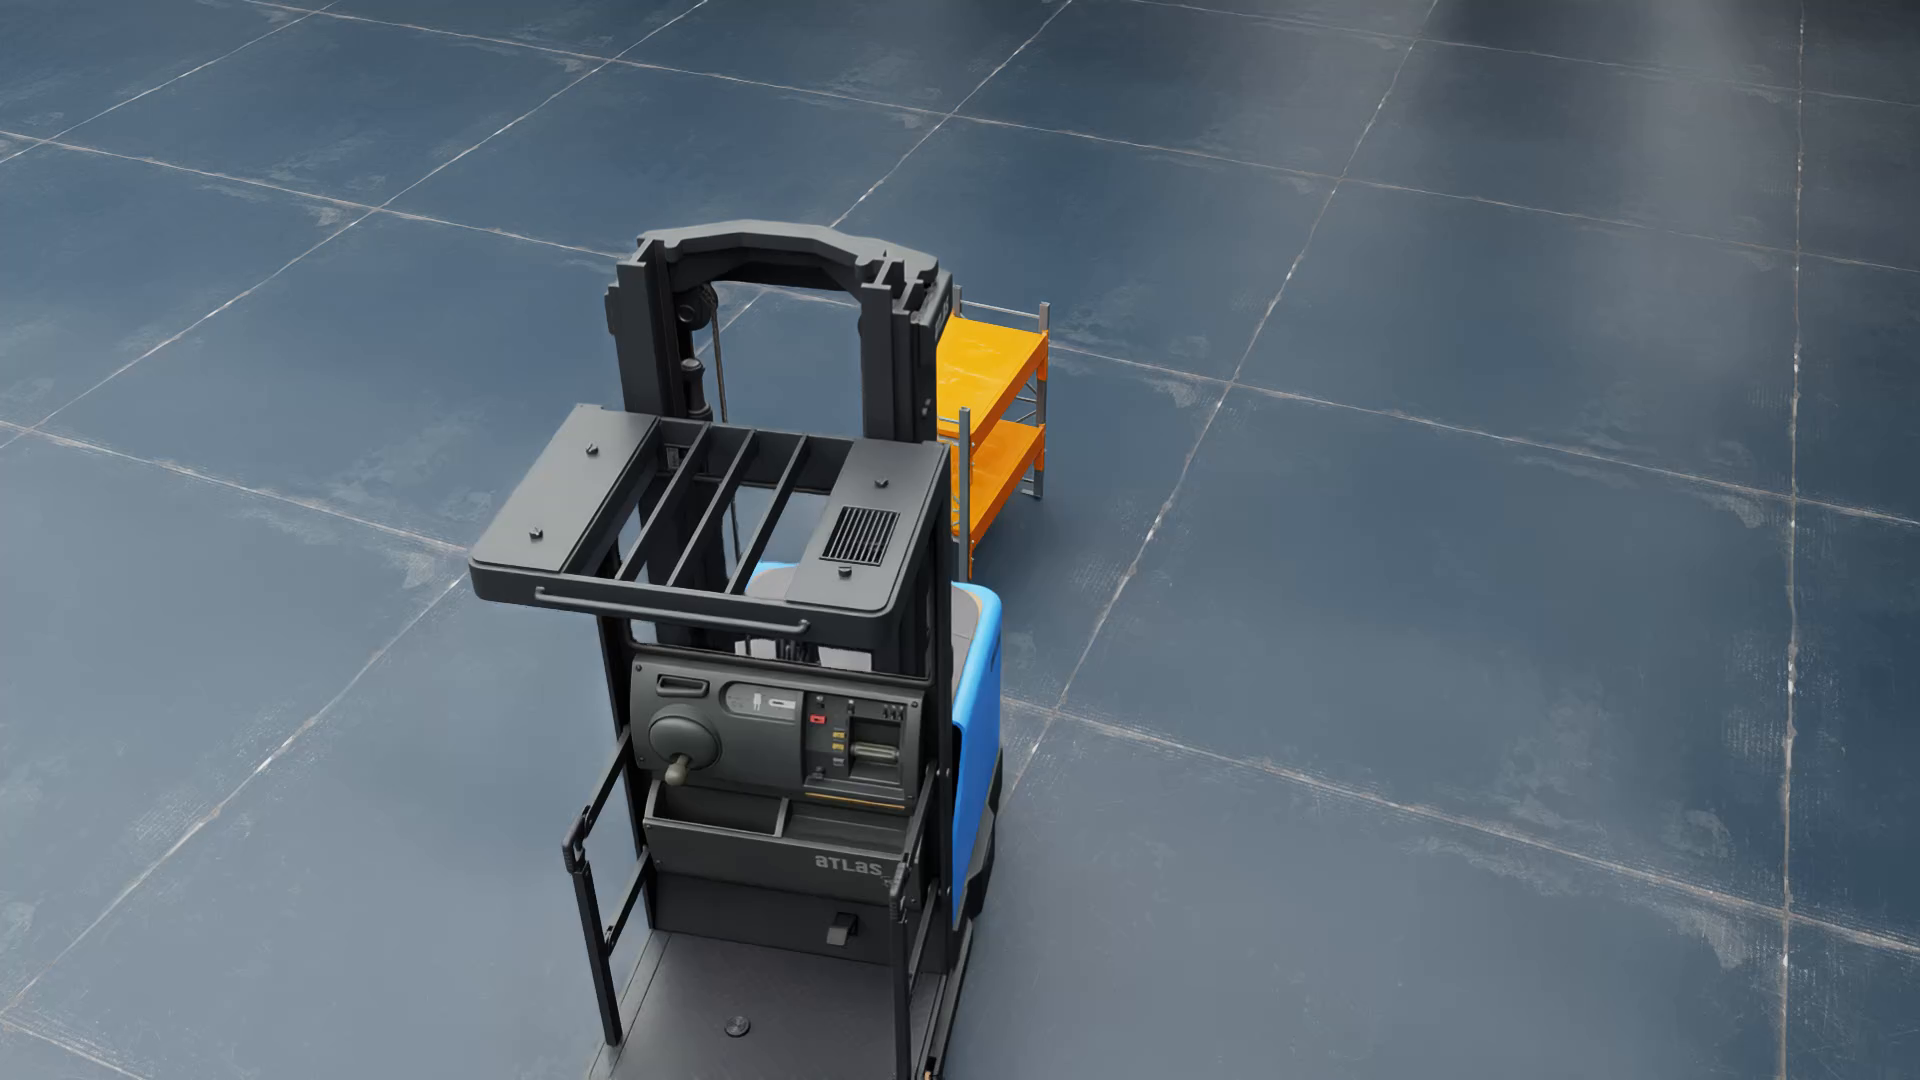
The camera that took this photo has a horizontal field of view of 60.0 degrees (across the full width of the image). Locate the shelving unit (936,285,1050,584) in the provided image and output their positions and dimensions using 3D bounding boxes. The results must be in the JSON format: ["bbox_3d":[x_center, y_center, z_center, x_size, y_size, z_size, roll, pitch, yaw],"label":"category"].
[{"bbox_3d":[0.003,-0.454,8.020,0.538,1.125,1.048,14,39,18],"label":"shelving unit"}]

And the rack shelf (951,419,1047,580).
[{"bbox_3d":[0.003,-0.258,8.166,0.538,0.278,1.000,14,39,18],"label":"rack shelf"}]

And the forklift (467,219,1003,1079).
[{"bbox_3d":[-0.614,0.674,5.002,1.130,2.935,3.031,7,37,9],"label":"forklift"}]

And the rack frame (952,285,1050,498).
[{"bbox_3d":[0.196,-0.736,8.396,0.500,1.125,0.032,14,39,18],"label":"rack frame"}]

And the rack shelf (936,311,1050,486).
[{"bbox_3d":[0.003,-0.689,7.845,0.538,0.278,1.000,14,39,18],"label":"rack shelf"}]

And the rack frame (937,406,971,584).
[{"bbox_3d":[-0.191,-0.173,7.643,0.500,1.125,0.032,14,39,18],"label":"rack frame"}]
